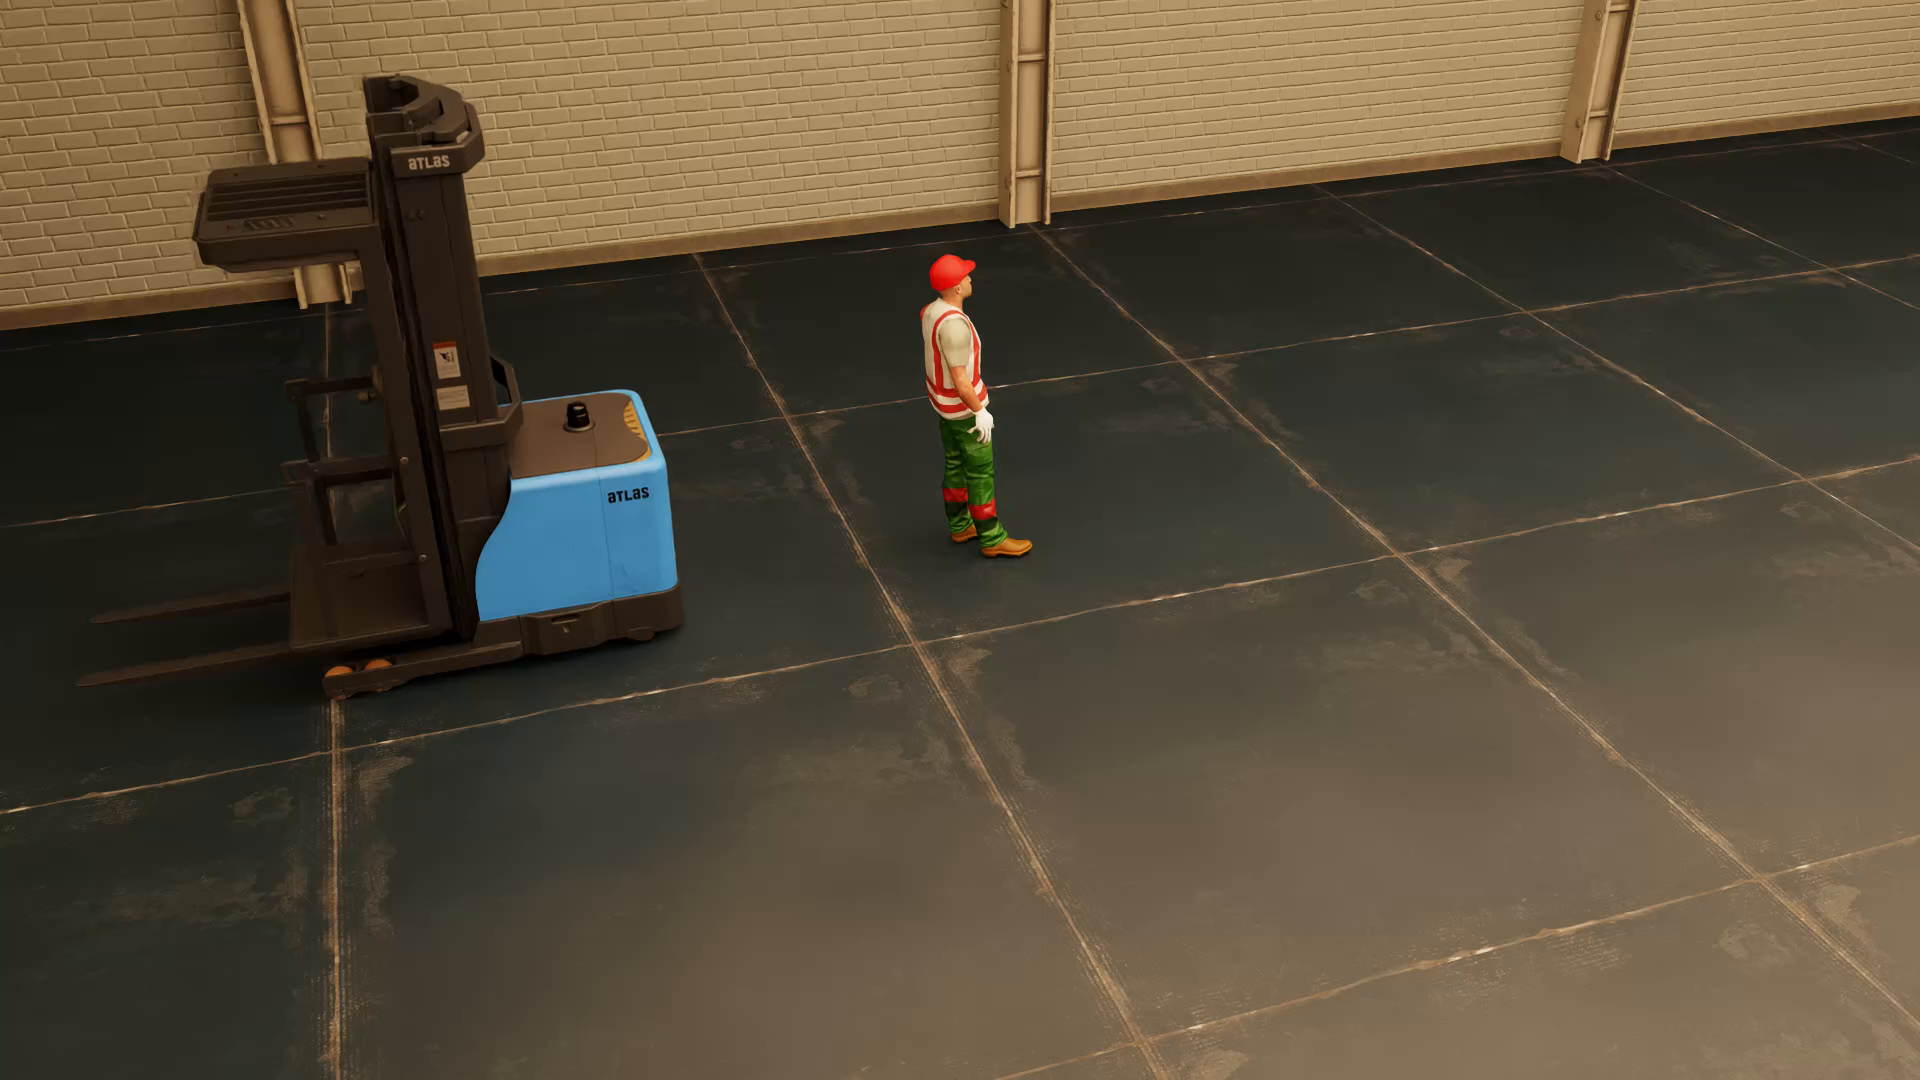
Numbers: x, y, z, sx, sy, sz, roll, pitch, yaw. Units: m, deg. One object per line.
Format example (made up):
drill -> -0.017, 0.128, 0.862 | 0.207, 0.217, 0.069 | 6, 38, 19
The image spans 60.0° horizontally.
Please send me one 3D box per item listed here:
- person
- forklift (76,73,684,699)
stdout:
person -> 0.080, -0.789, 9.588 | 0.564, 1.787, 0.637 | -10, 31, -16
forklift -> -3.091, -0.744, 8.381 | 3.031, 2.935, 1.130 | -9, 31, -16
